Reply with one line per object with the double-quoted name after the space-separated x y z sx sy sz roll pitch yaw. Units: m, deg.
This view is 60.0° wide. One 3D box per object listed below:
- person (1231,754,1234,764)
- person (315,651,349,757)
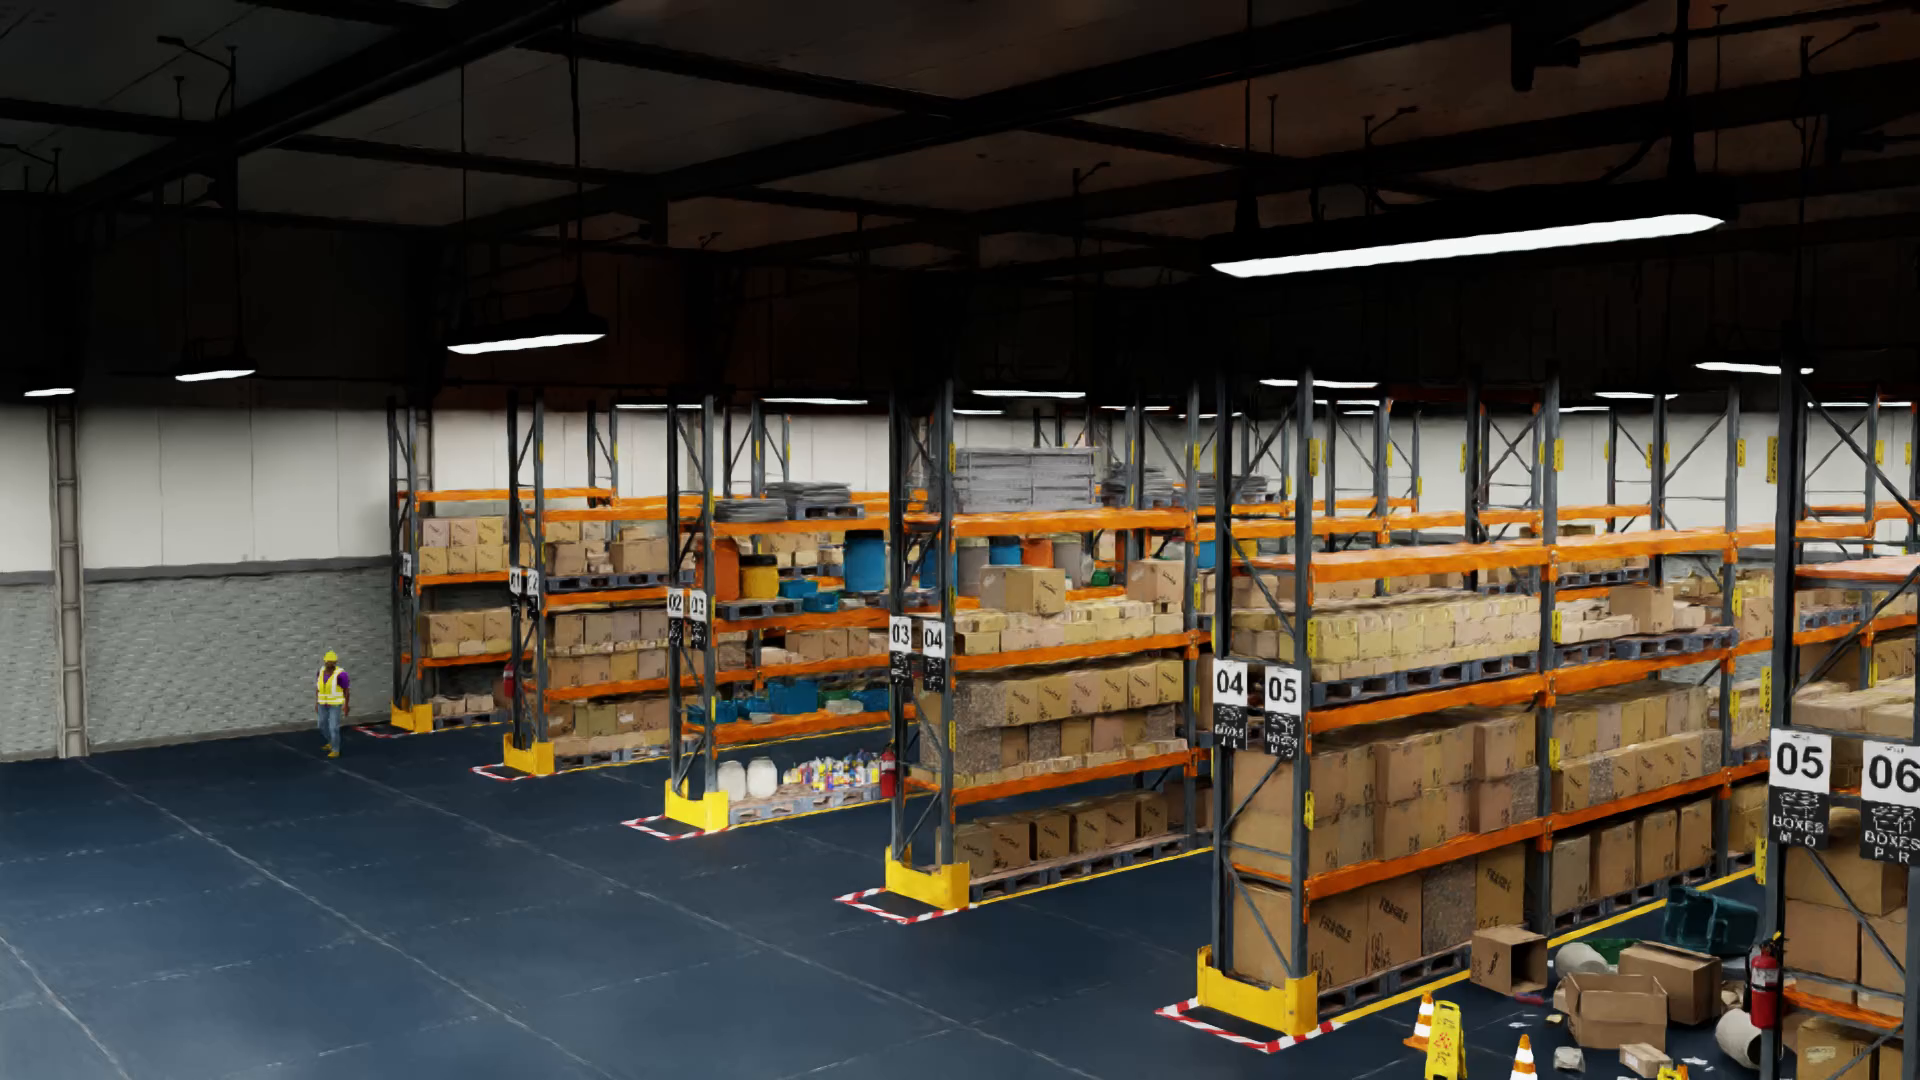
4.312 2.899 25.009 0.512 1.627 0.639 -3 5 -42 "person"
-10.335 2.691 27.417 0.611 1.756 0.575 1 3 14 "person"
